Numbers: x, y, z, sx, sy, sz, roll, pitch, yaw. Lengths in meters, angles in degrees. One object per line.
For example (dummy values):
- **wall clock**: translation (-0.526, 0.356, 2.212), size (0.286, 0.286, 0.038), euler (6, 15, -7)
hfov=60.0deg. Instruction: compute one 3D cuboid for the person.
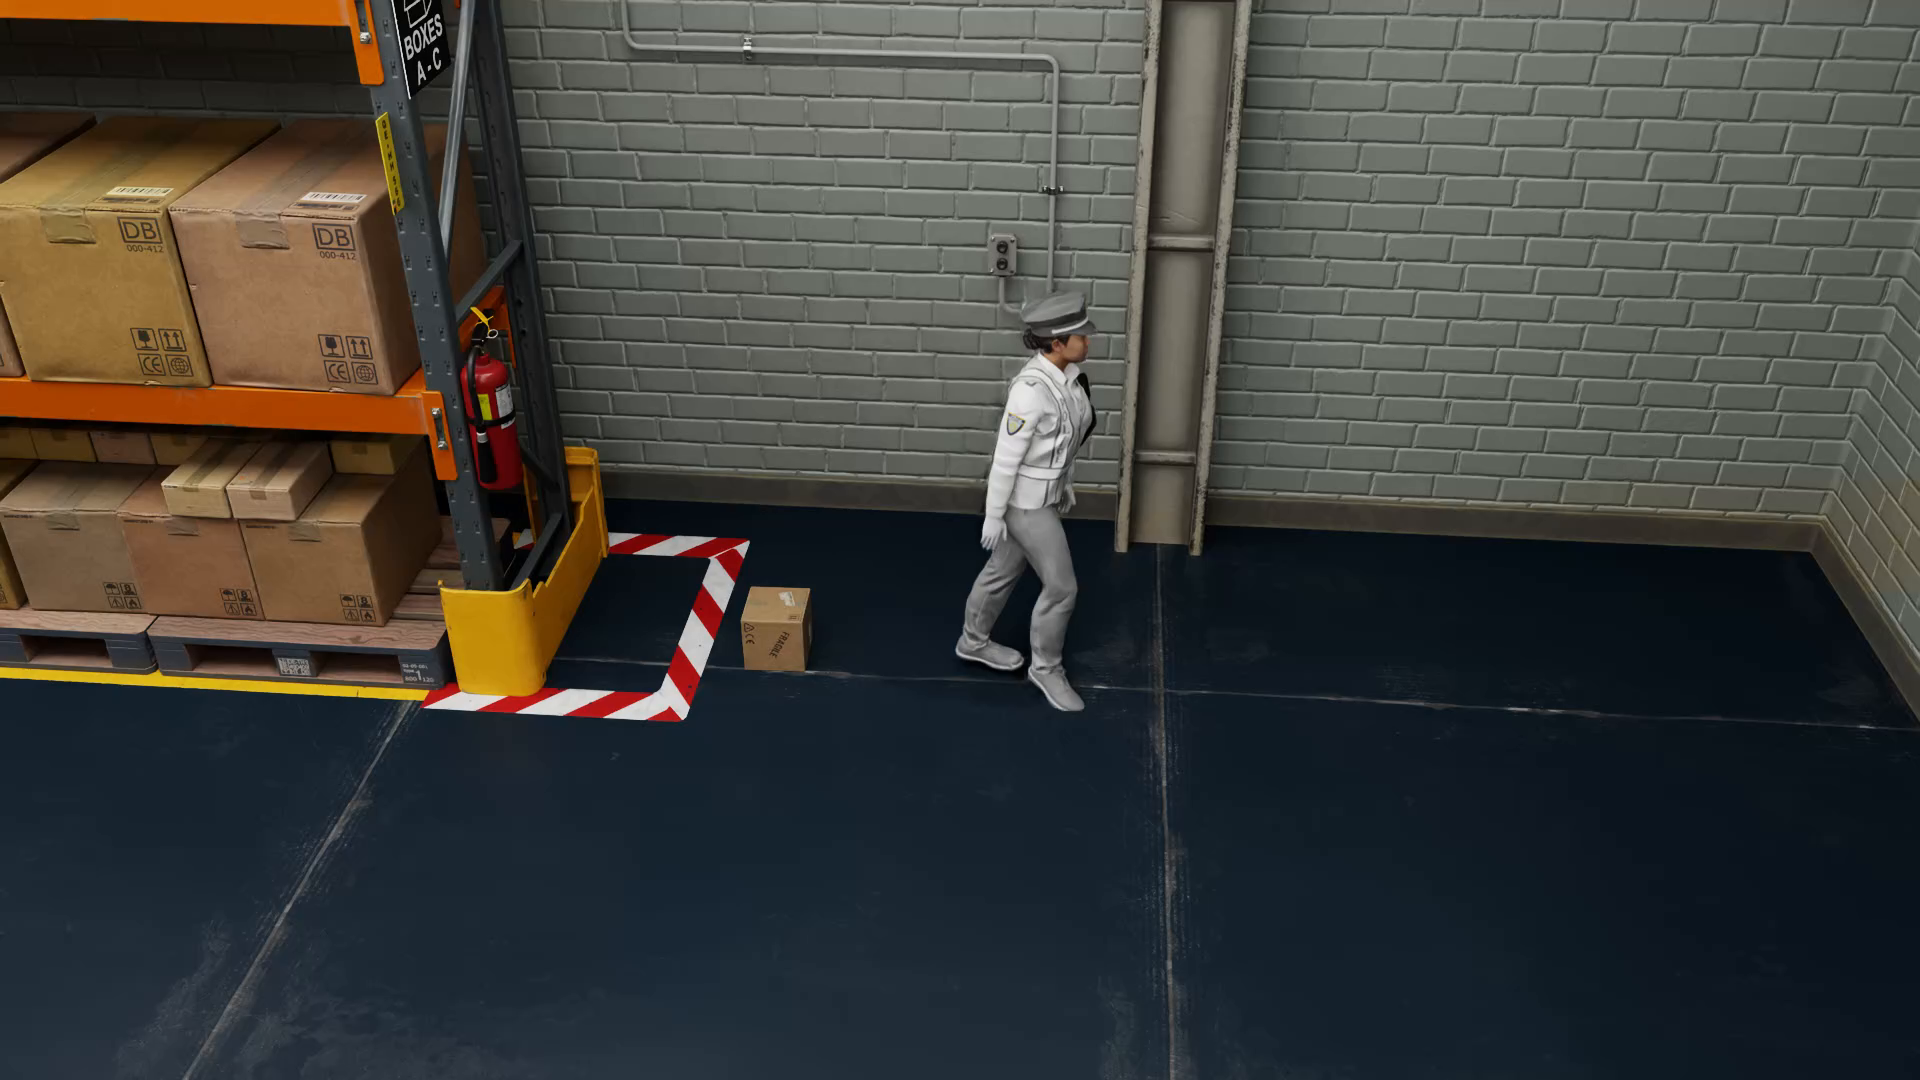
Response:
- **person**: translation (0.264, -0.161, 6.402), size (0.576, 1.715, 0.508), euler (8, 33, 12)
